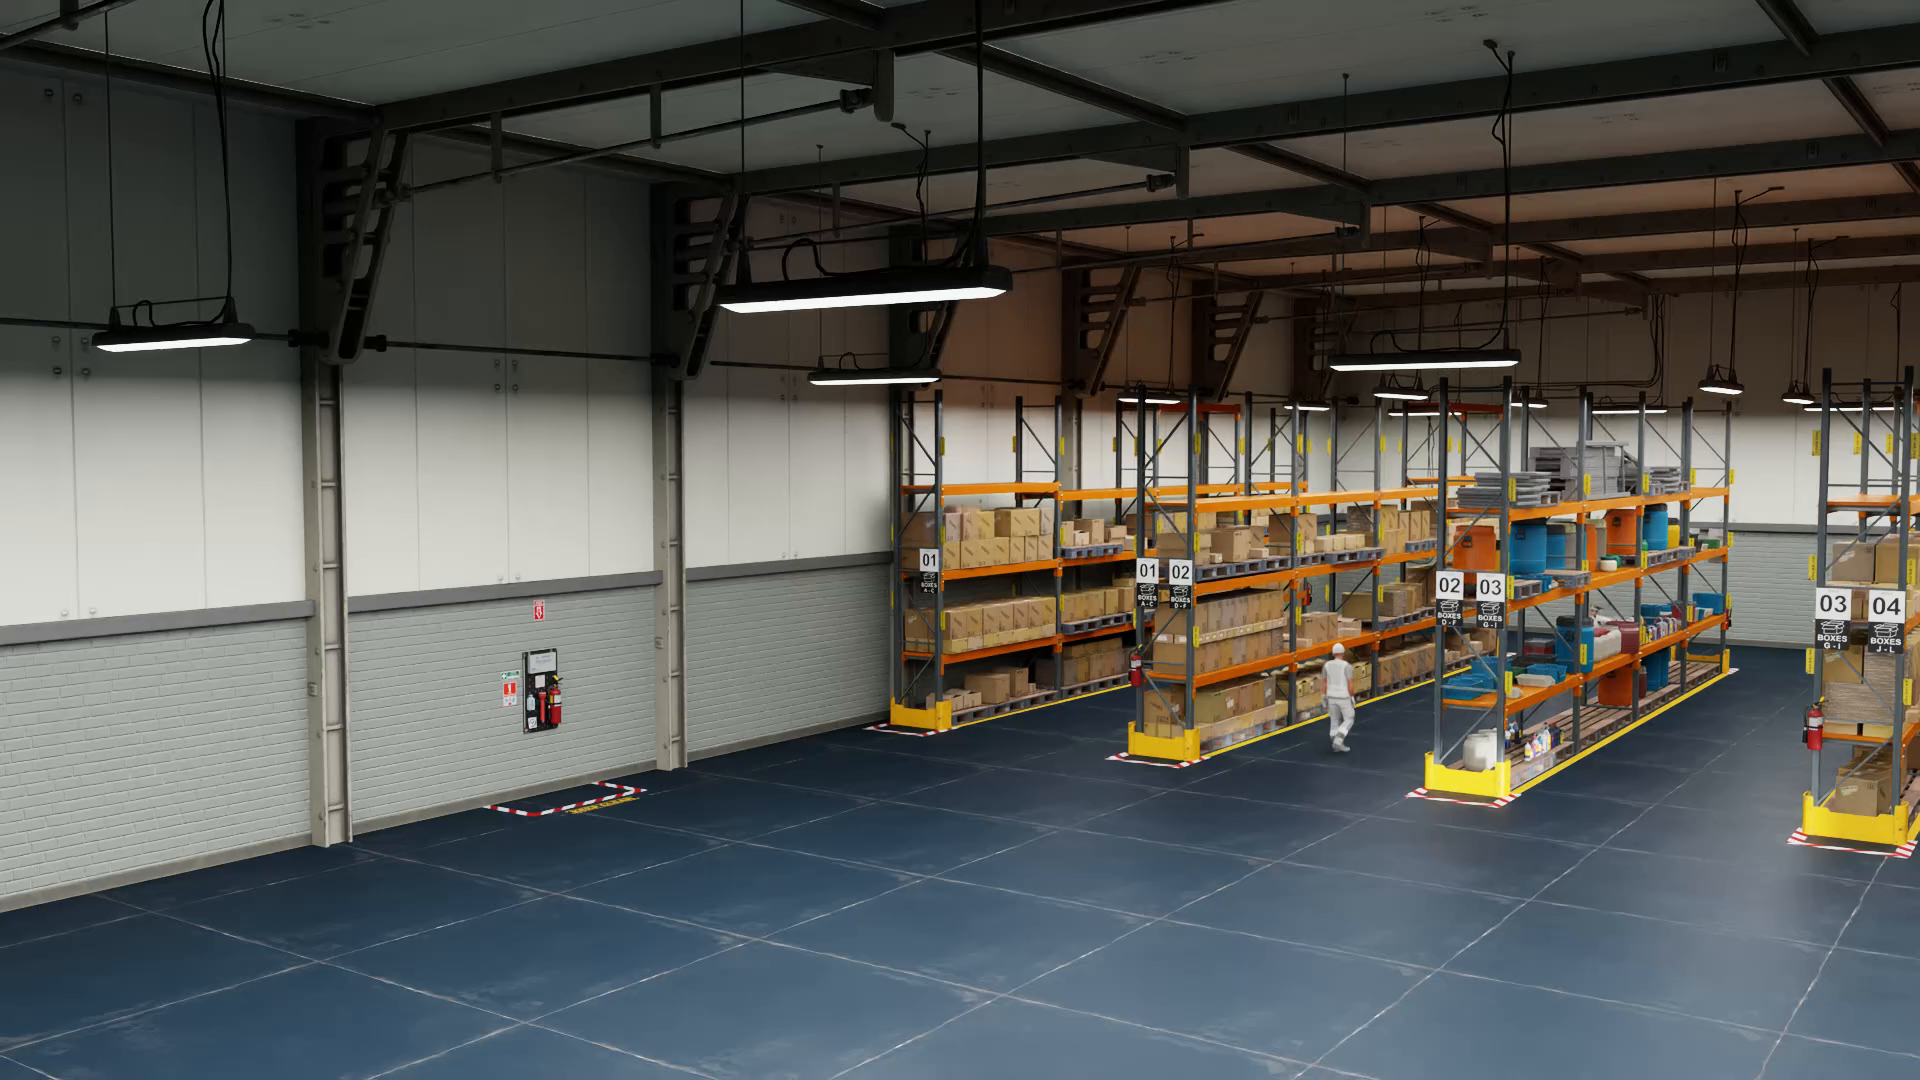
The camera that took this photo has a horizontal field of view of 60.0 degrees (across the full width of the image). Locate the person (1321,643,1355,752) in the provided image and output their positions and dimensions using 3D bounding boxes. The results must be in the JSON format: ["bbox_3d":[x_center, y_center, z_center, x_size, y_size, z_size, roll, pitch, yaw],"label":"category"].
[{"bbox_3d":[6.174,2.586,27.182,0.574,1.788,0.551,3,4,38],"label":"person"}]

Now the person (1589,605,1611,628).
[{"bbox_3d":[13.852,2.180,36.036,0.658,1.600,0.690,3,5,44],"label":"person"}]
